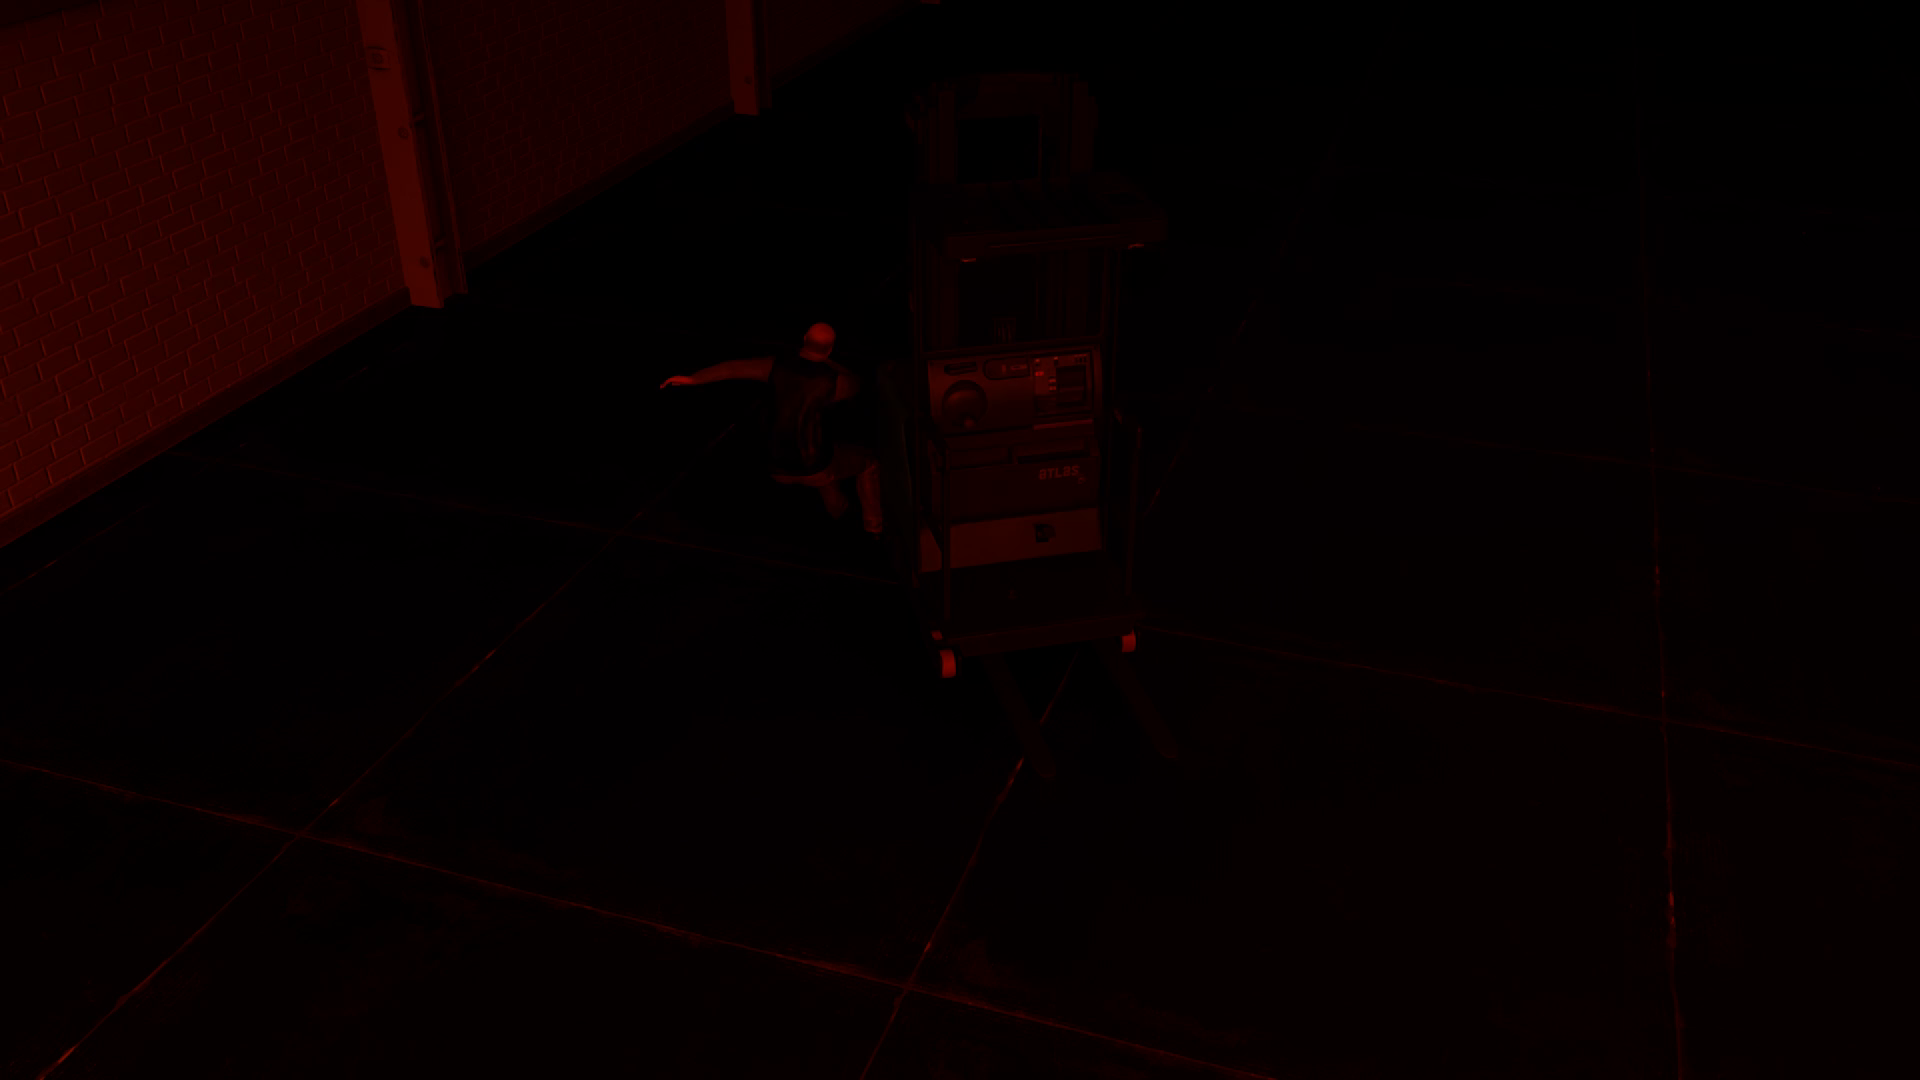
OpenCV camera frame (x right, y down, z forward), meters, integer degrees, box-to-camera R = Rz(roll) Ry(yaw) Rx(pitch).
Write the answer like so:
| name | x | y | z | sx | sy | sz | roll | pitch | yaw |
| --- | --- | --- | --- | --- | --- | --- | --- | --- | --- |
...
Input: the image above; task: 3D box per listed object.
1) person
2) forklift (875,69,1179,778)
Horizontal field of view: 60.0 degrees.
| name | x | y | z | sx | sy | sz | roll | pitch | yaw |
| --- | --- | --- | --- | --- | --- | --- | --- | --- | --- |
| person | -0.992 | -0.631 | 9.841 | 1.278 | 1.406 | 0.839 | 9 | 31 | 16 |
| forklift | 0.342 | -0.747 | 8.447 | 1.130 | 2.935 | 3.031 | -7 | 30 | -12 |
